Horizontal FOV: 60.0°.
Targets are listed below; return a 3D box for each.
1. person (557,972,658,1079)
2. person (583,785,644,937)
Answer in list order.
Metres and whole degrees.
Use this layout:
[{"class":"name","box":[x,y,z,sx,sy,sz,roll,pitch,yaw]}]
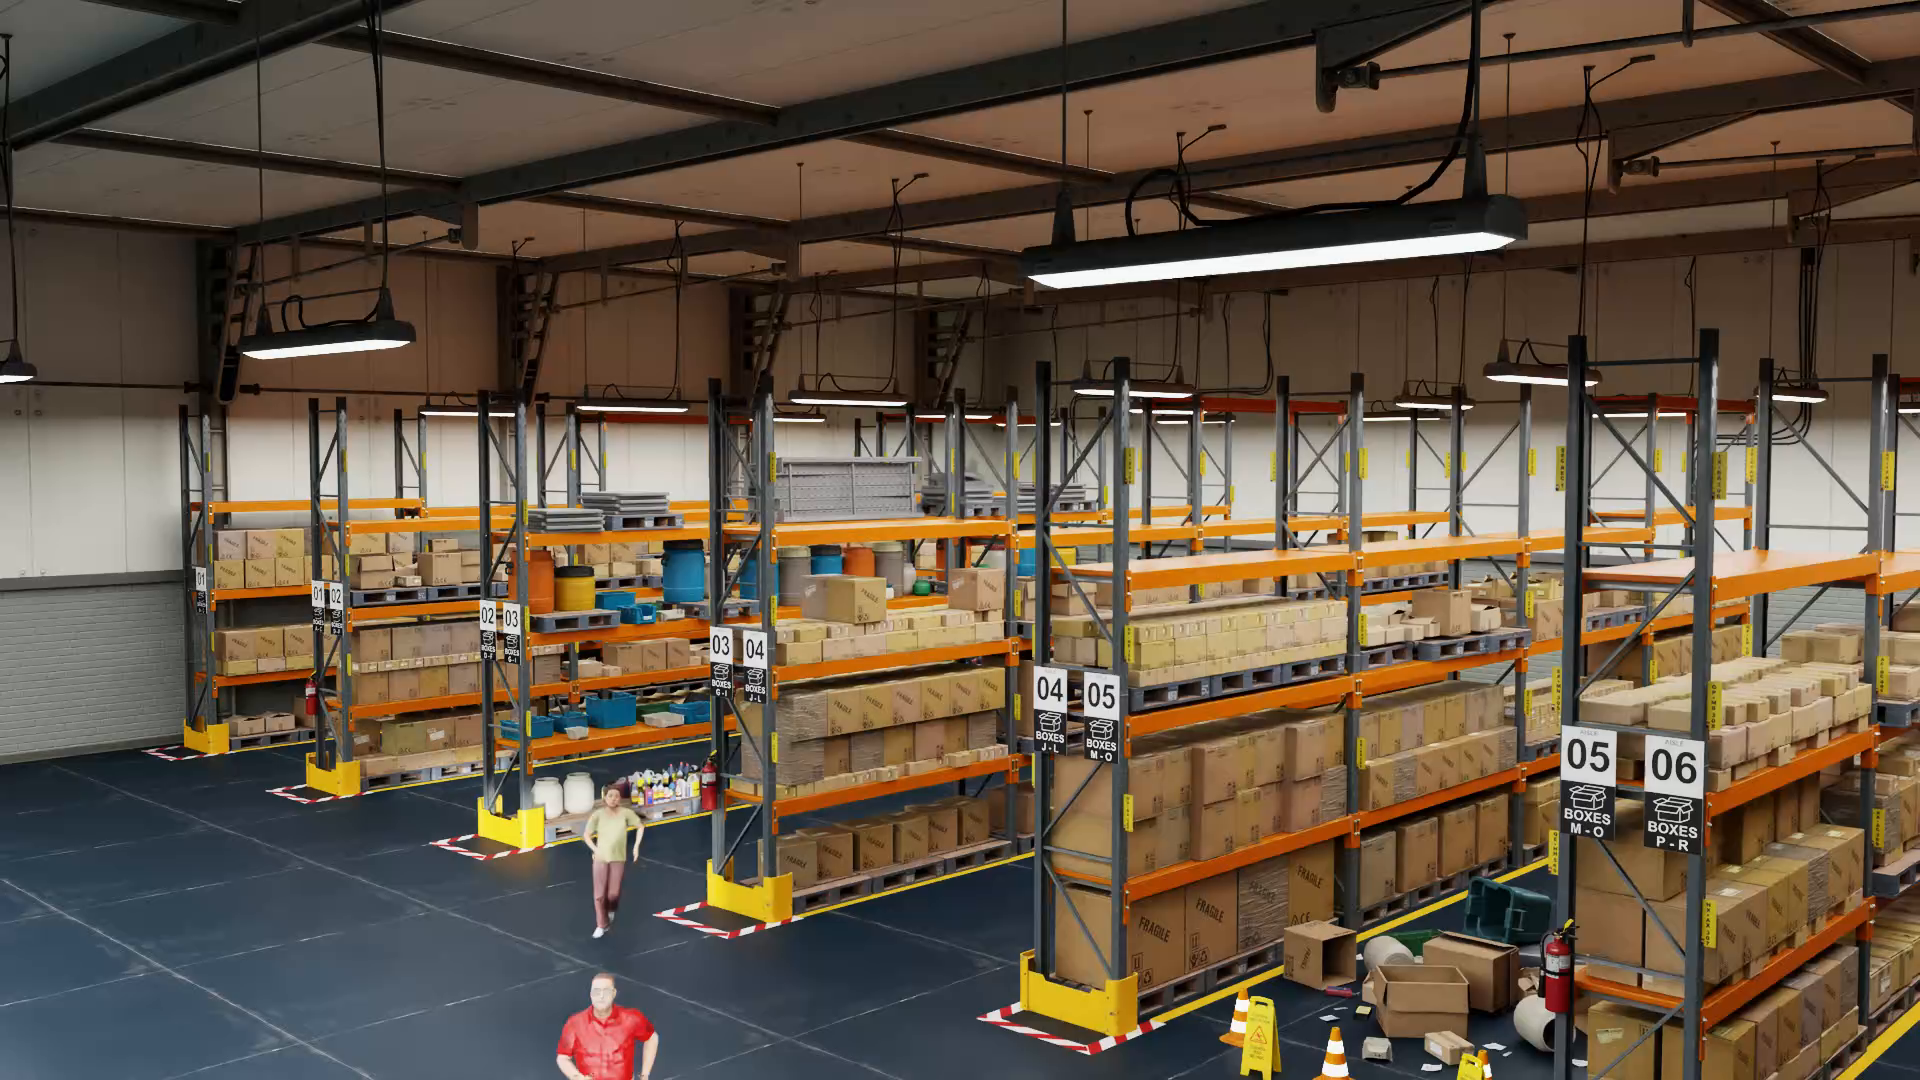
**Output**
[{"class":"person","box":[-2.351,3.733,11.034,0.652,1.687,0.602,0,3,-5]},{"class":"person","box":[-3.708,3.421,17.779,0.629,1.626,0.536,0,3,-7]}]
